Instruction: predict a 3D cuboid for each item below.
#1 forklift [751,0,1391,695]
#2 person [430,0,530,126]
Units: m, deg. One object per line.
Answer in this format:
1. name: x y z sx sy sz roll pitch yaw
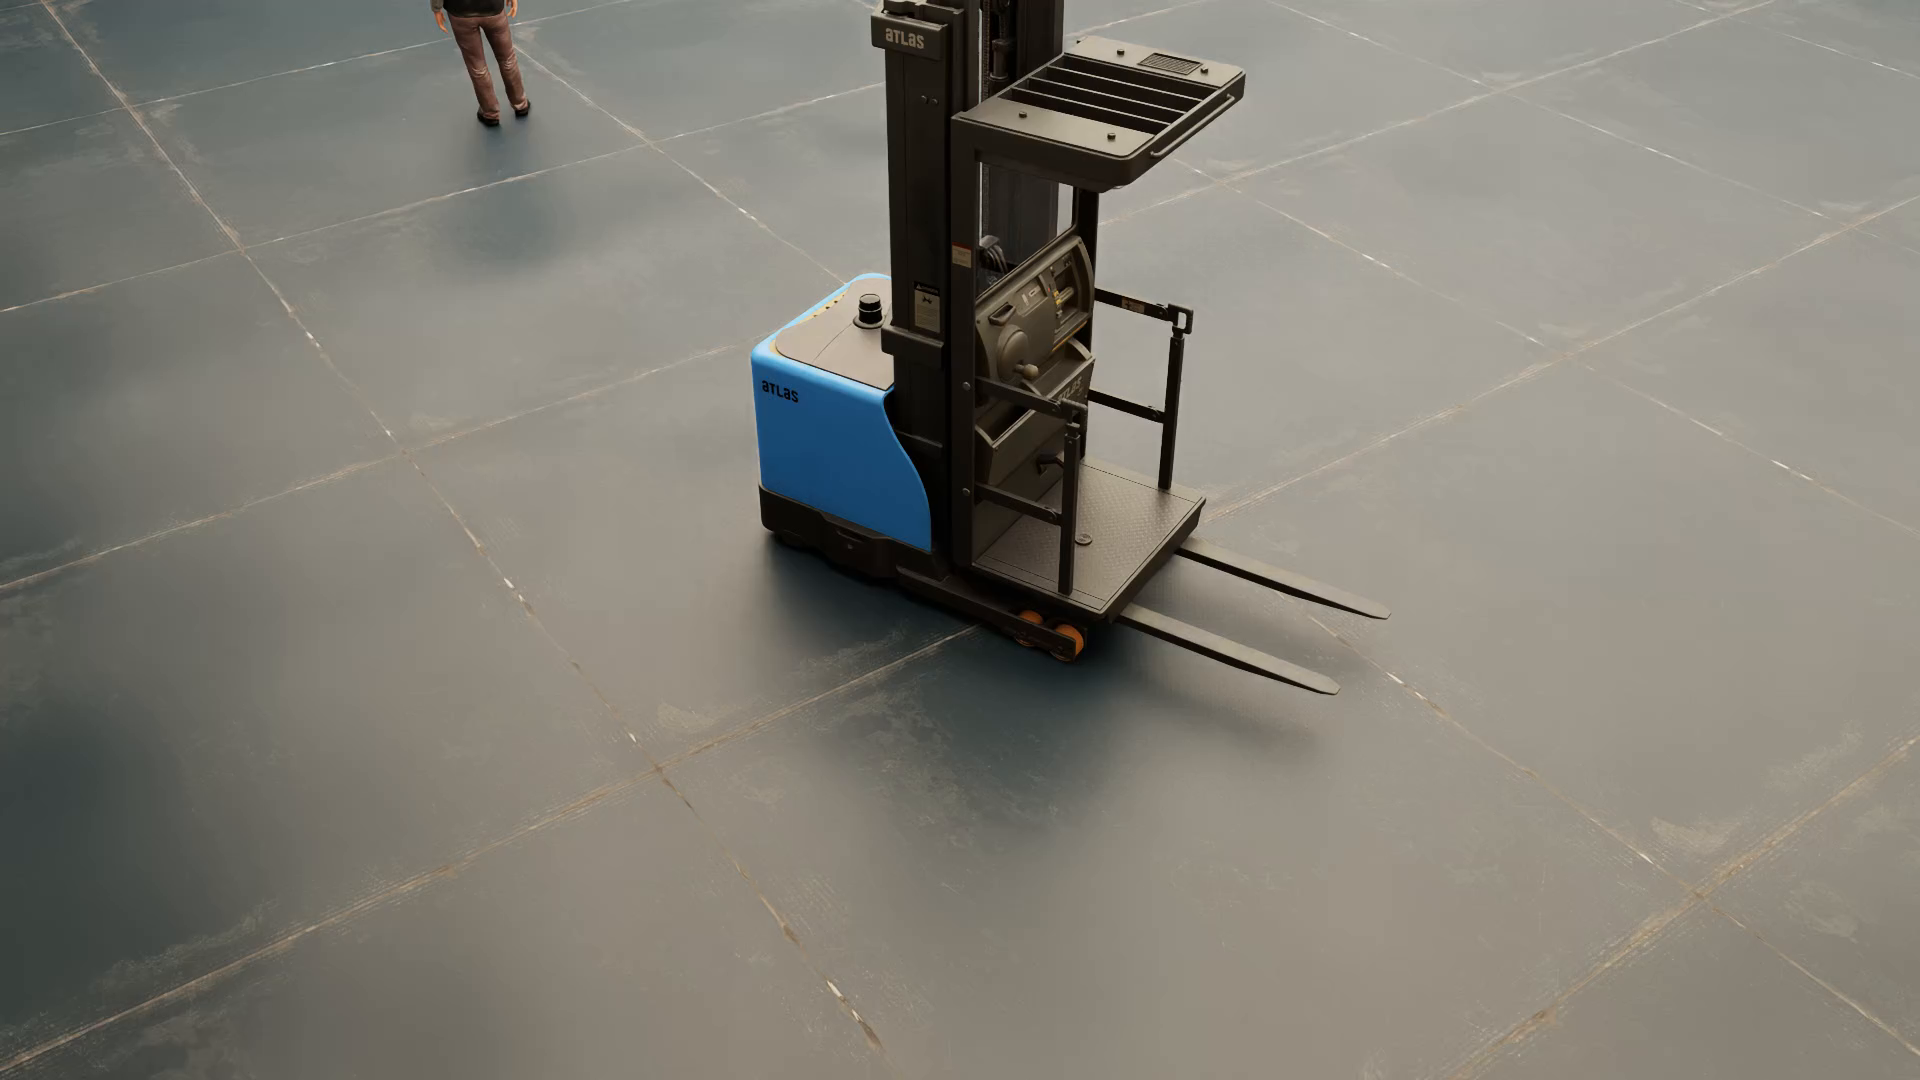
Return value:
1. forklift: 0.514 -0.985 7.276 3.031 2.935 1.130 21 41 26
2. person: -3.571 -3.915 12.243 0.632 1.720 0.568 -14 39 -19
